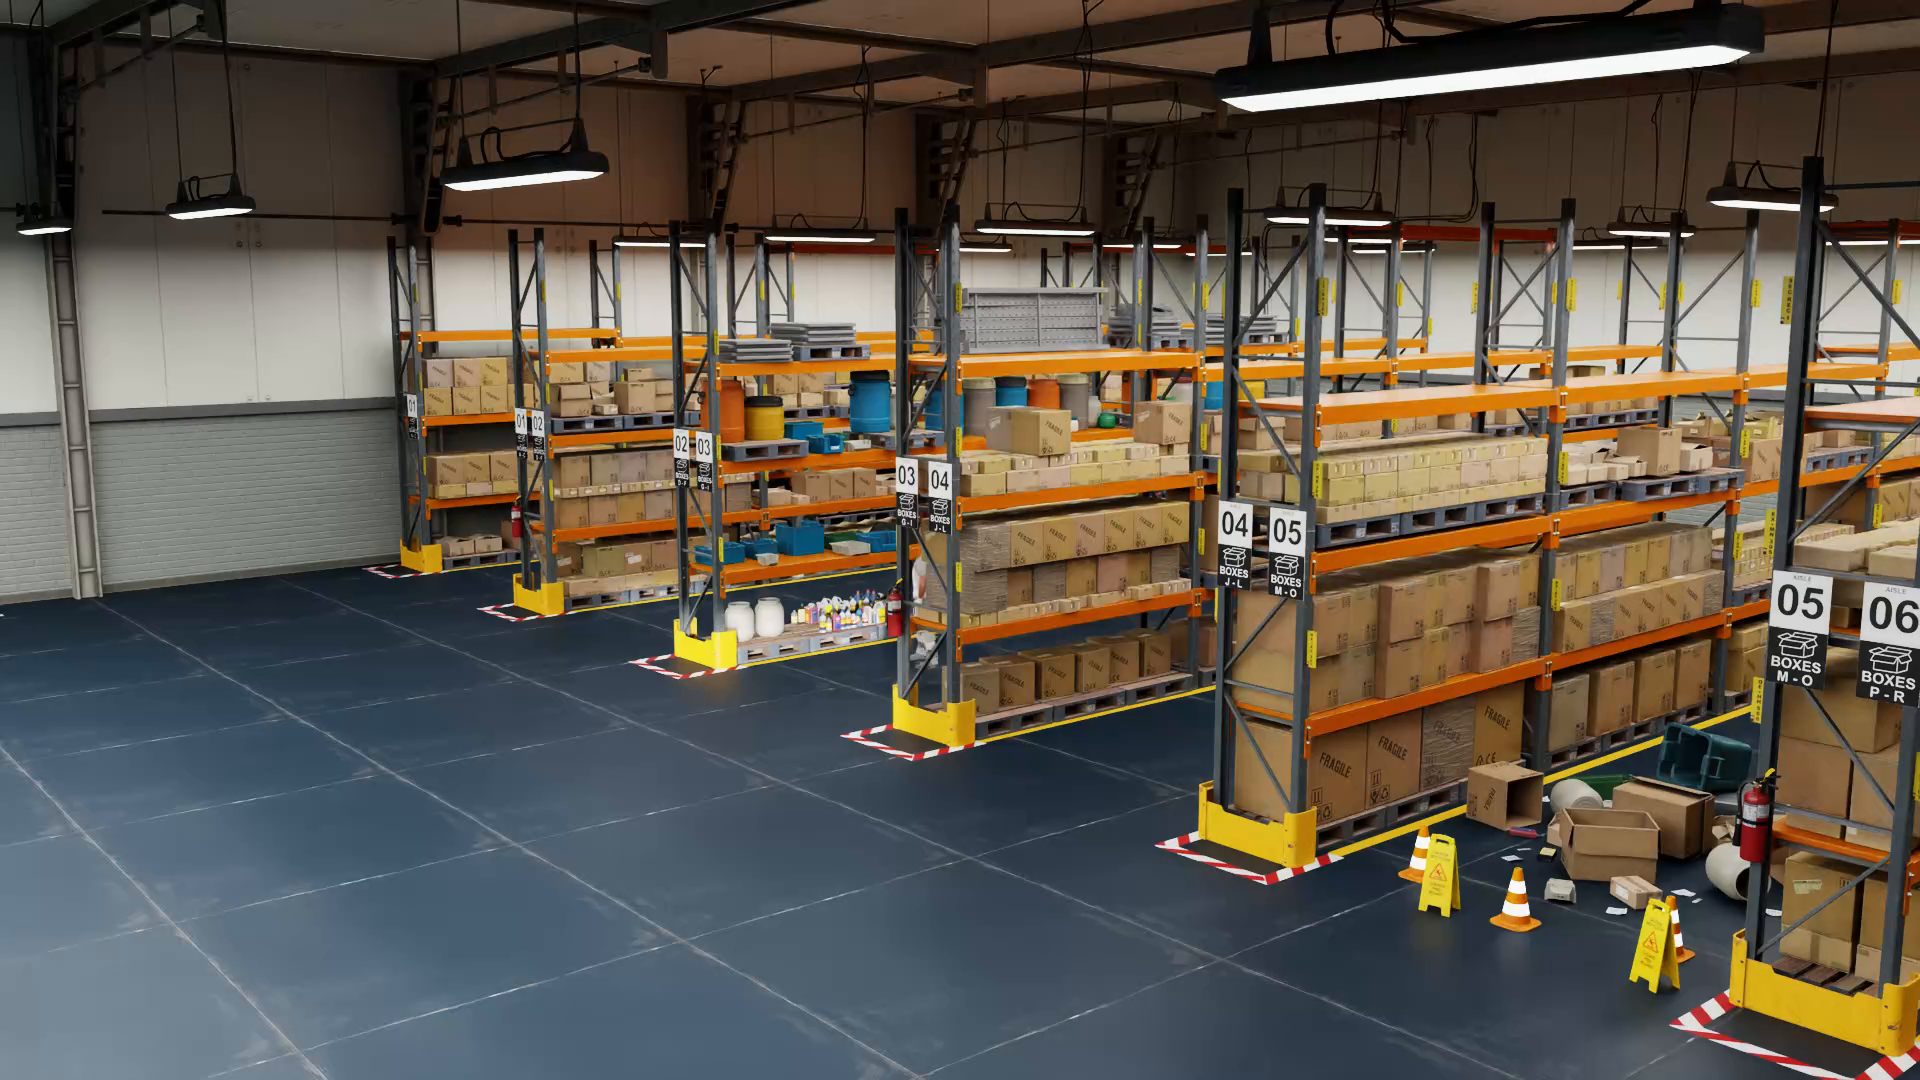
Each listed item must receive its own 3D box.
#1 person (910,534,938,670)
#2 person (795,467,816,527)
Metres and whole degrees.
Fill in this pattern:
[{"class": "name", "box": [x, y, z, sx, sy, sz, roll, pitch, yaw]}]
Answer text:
[{"class": "person", "box": [-0.504, 0.754, 21.460, 0.566, 1.804, 0.572, 4, 10, 24]}, {"class": "person", "box": [-3.007, -0.591, 32.186, 0.530, 1.698, 0.725, 2, 9, 11]}]
